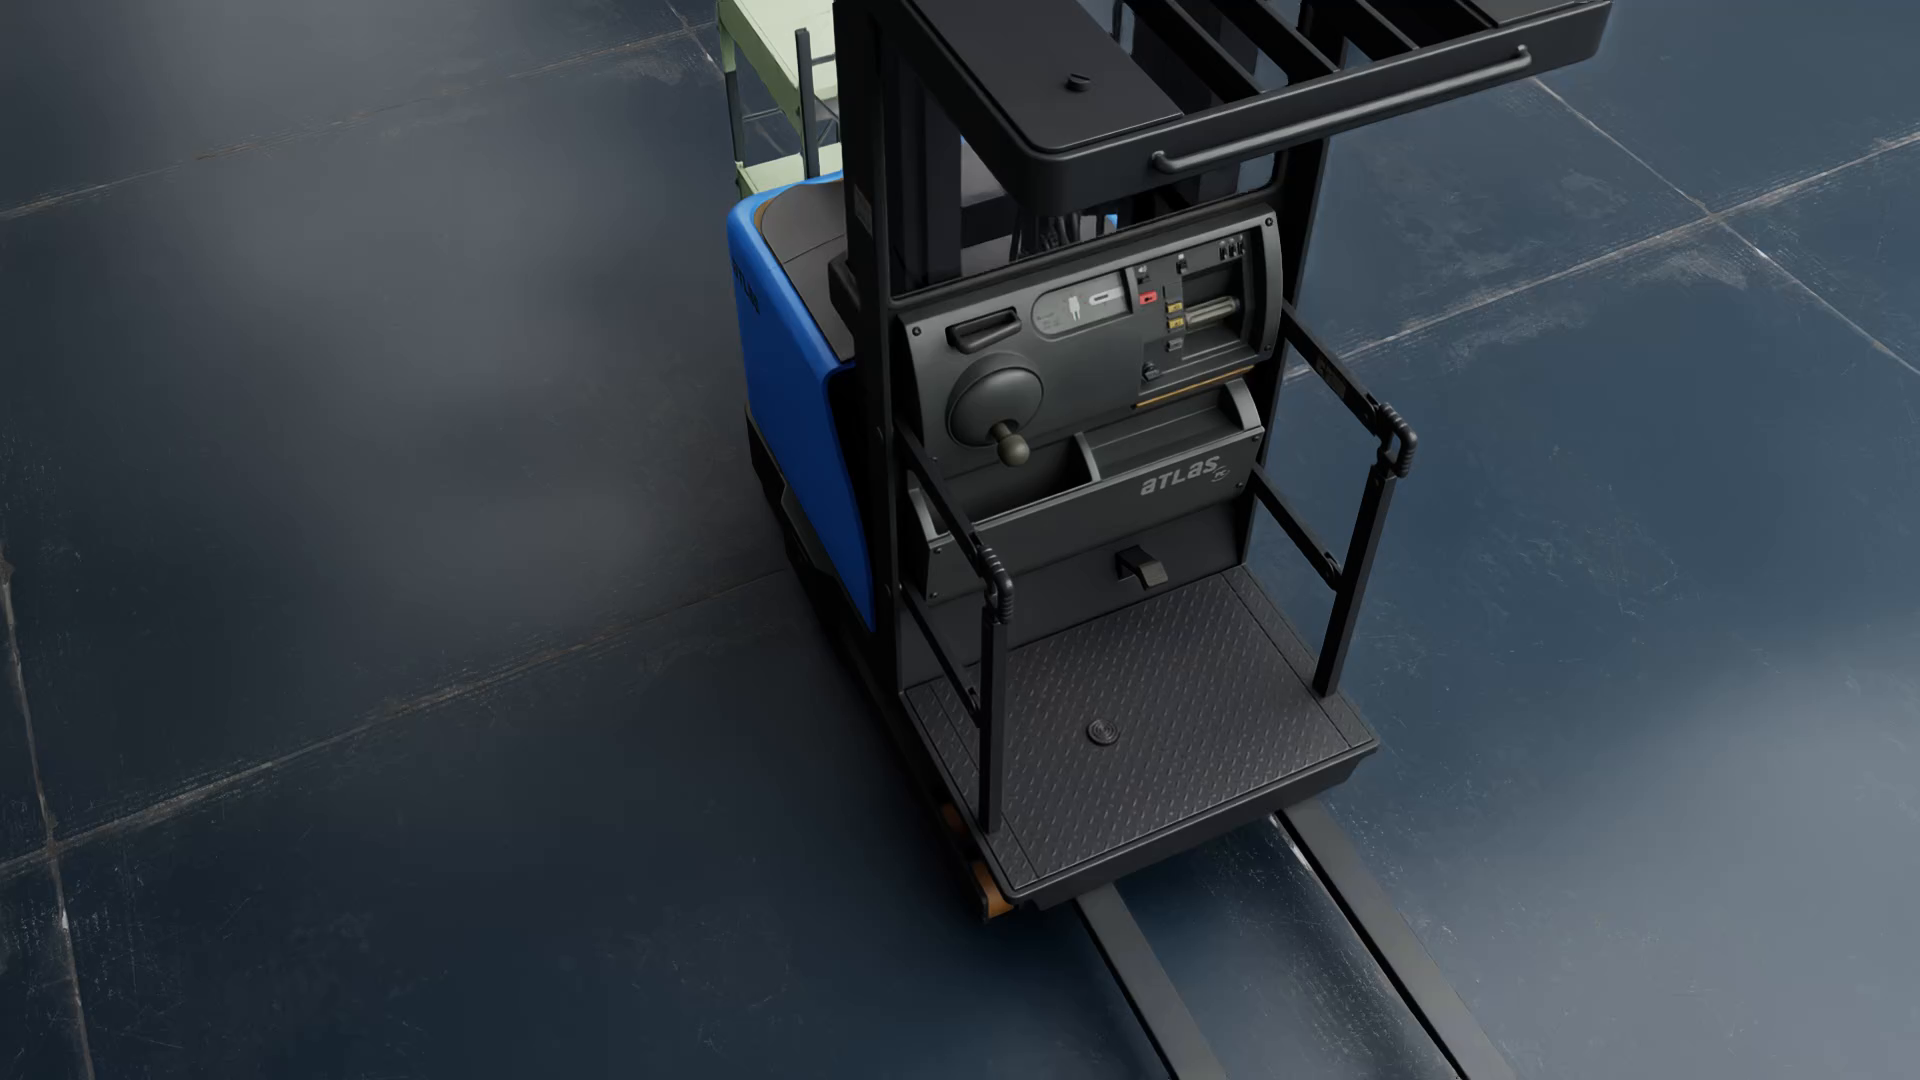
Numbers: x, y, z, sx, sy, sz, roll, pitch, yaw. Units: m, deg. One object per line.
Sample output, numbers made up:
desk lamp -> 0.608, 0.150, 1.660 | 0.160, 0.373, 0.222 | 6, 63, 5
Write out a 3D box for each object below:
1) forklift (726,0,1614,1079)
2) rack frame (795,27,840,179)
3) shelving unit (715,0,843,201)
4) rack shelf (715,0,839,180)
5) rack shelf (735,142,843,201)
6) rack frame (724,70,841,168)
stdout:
forklift -> 0.408, -0.356, 3.614 | 1.130, 2.935, 3.031 | -19, 52, -16
rack frame -> -0.258, -0.928, 5.065 | 0.400, 1.500, 0.023 | -19, 52, -16
shelving unit -> -0.413, -1.177, 5.283 | 0.431, 1.500, 0.755 | -19, 52, -16
rack shelf -> -0.413, -1.434, 4.990 | 0.431, 0.370, 0.720 | -19, 52, -16
rack shelf -> -0.413, -0.963, 5.529 | 0.431, 0.370, 0.720 | -19, 52, -16
rack frame -> -0.568, -1.427, 5.502 | 0.400, 1.500, 0.023 | -19, 52, -16
